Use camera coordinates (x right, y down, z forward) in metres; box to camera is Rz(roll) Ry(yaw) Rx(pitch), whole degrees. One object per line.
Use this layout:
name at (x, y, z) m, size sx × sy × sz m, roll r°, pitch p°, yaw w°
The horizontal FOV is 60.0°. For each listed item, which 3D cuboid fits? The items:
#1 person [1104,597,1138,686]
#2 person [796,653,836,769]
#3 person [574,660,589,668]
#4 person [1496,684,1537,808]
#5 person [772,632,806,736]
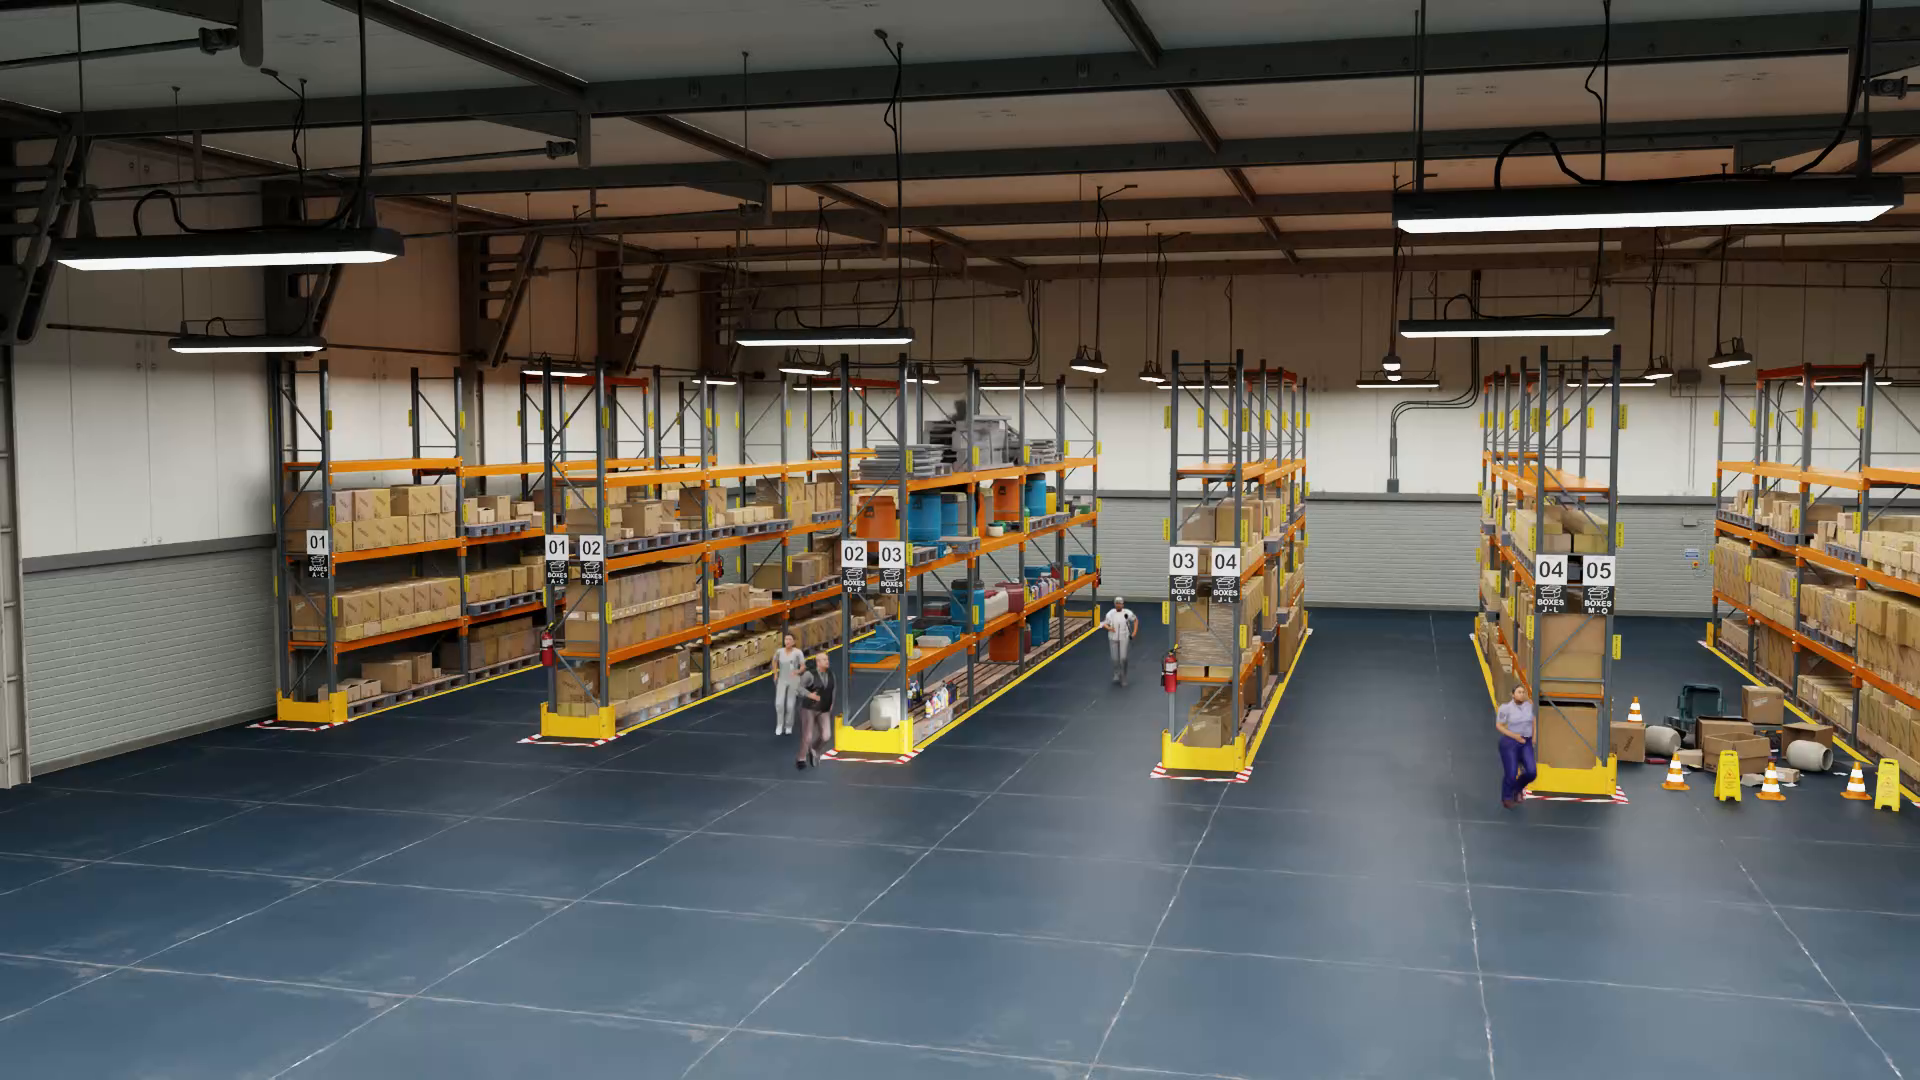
person at (3.030, 1.933, 31.475) m, size 0.617 × 1.731 × 0.717 m, roll 1°, pitch 4°, yaw 12°
person at (-2.000, 2.457, 23.847) m, size 0.665 × 1.665 × 0.593 m, roll -2°, pitch 5°, yaw -25°
person at (-6.862, 2.040, 30.388) m, size 0.503 × 1.559 × 0.493 m, roll 1°, pitch 4°, yaw 11°
person at (7.218, 2.660, 21.425) m, size 0.638 × 1.616 × 0.564 m, roll -1°, pitch 4°, yaw -11°
person at (-2.722, 2.282, 26.378) m, size 0.569 × 1.649 × 0.637 m, roll 0°, pitch 4°, yaw 1°
